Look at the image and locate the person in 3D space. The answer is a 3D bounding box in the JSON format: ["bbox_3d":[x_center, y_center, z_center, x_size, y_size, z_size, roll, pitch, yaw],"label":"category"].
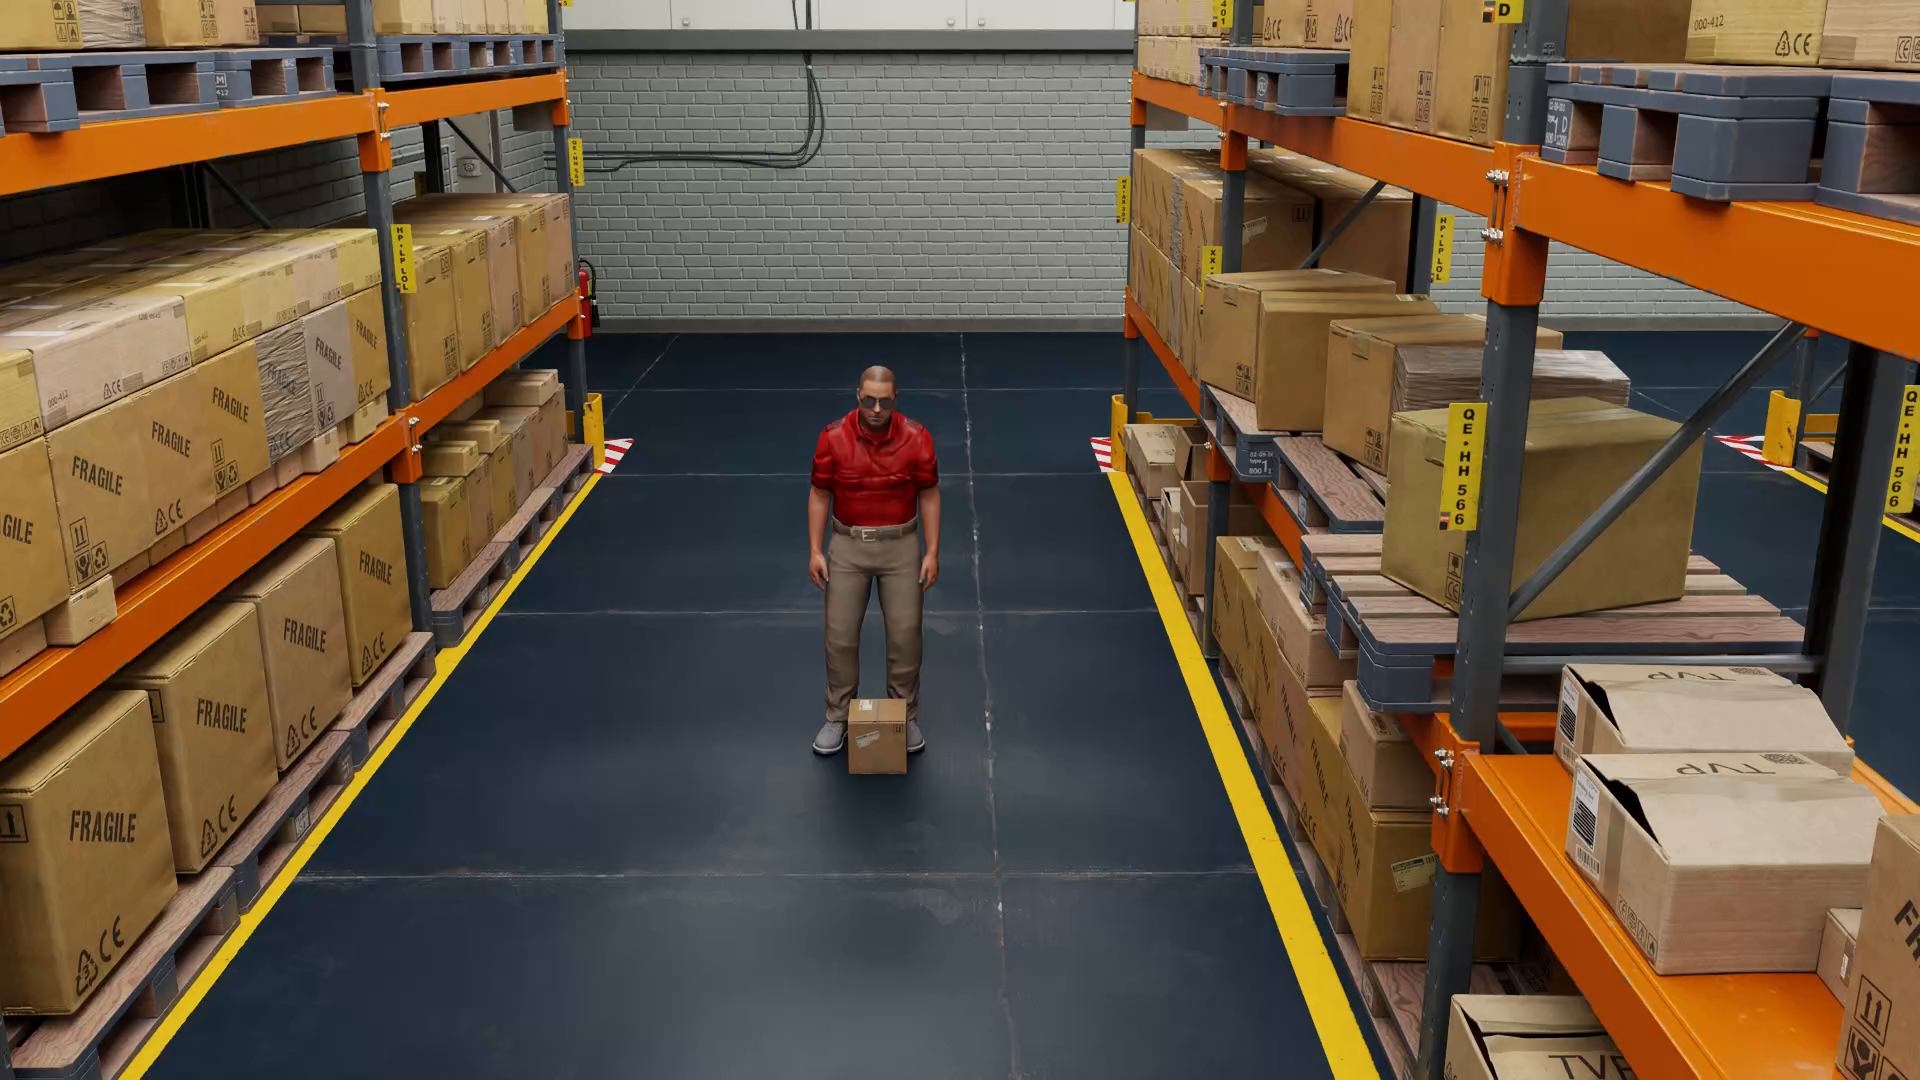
[{"bbox_3d":[-0.375,0.077,7.315,0.584,1.726,0.391,-1,17,-2],"label":"person"}]
